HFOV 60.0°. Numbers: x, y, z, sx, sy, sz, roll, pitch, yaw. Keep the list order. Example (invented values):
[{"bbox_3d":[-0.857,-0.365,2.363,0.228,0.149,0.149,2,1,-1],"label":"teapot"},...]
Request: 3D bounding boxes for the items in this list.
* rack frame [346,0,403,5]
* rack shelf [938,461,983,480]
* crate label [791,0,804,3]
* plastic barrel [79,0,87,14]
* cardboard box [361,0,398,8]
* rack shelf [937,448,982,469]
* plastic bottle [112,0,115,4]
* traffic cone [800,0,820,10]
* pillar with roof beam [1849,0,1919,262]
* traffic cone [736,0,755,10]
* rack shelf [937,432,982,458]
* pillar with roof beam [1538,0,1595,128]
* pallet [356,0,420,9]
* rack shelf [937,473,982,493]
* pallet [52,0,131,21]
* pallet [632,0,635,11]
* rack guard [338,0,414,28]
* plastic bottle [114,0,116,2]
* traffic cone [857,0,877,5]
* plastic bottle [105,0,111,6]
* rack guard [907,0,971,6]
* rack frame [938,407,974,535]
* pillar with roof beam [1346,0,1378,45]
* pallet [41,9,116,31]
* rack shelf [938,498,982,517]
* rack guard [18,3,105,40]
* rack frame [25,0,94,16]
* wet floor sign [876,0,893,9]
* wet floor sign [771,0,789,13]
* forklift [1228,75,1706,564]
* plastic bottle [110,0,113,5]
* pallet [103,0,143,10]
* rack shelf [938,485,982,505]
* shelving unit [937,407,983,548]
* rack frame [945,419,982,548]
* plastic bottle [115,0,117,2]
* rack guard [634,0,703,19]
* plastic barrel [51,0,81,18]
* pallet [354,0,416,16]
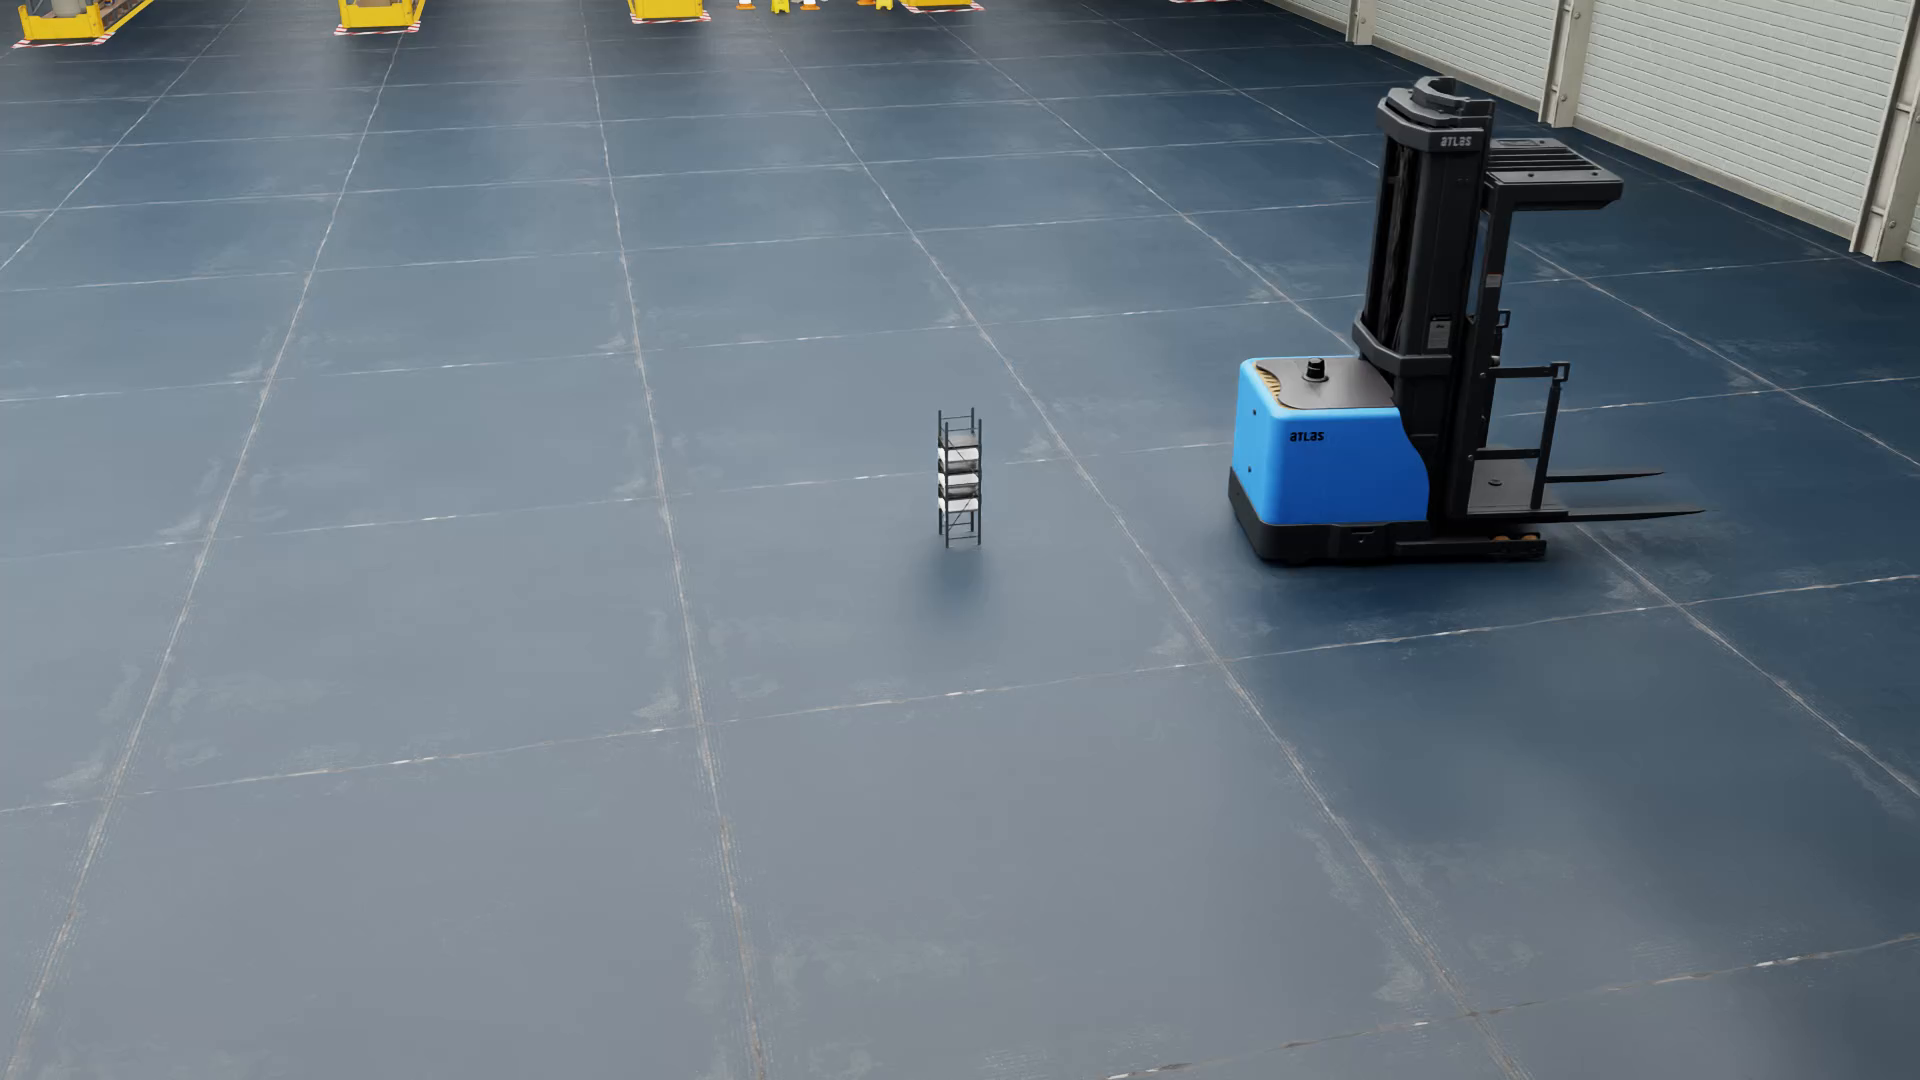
[{"bbox_3d":[-10.026,-10.207,27.990,1.000,3.000,0.127,-6,27,-12],"label":"rack frame"},{"bbox_3d":[-0.002,-0.456,10.875,0.258,0.077,0.200,-6,27,-12],"label":"rack shelf"},{"bbox_3d":[-2.967,-10.070,30.896,0.250,0.136,0.298,-23,35,-38],"label":"crate label"},{"bbox_3d":[-15.188,-9.282,28.453,0.421,0.512,0.421,0,27,0],"label":"plastic barrel"},{"bbox_3d":[-10.151,-9.555,29.005,0.500,0.500,0.500,-1,27,-2],"label":"cardboard box"},{"bbox_3d":[-0.002,-0.536,10.835,0.258,0.077,0.200,-6,27,-12],"label":"rack shelf"},{"bbox_3d":[-14.990,-9.617,29.347,0.061,0.283,0.133,-5,27,-11],"label":"plastic bottle"},{"bbox_3d":[-2.730,-9.877,30.151,0.336,0.463,0.334,-6,27,-12],"label":"traffic cone"},{"bbox_3d":[5.047,-6.455,13.899,9.100,9.000,0.400,-6,27,-12],"label":"pillar with roof beam"},{"bbox_3d":[-3.907,-9.911,30.219,0.336,0.463,0.334,-6,27,-12],"label":"traffic cone"},{"bbox_3d":[-0.002,-0.617,10.794,0.258,0.077,0.200,-6,27,-12],"label":"rack shelf"},{"bbox_3d":[3.695,-9.089,19.118,9.100,9.000,0.400,-6,27,-12],"label":"pillar with roof beam"},{"bbox_3d":[-10.463,-9.890,30.457,1.003,0.211,1.213,-6,27,-12],"label":"pallet"},{"bbox_3d":[-0.002,-0.376,10.916,0.258,0.077,0.200,-6,27,-12],"label":"rack shelf"},{"bbox_3d":[-15.364,-9.380,29.445,1.003,0.211,1.213,-6,27,-12],"label":"pallet"},{"bbox_3d":[-5.427,-9.765,30.208,1.003,0.211,1.213,-6,27,-12],"label":"pallet"},{"bbox_3d":[-10.043,-9.125,28.620,1.175,0.500,0.348,-6,27,-12],"label":"rack guard"},{"bbox_3d":[-15.034,-9.661,29.447,0.097,0.271,0.097,0,27,0],"label":"plastic bottle"},{"bbox_3d":[-1.725,-10.139,30.670,0.336,0.463,0.334,-6,27,-12],"label":"traffic cone"},{"bbox_3d":[-14.957,-9.510,29.149,0.097,0.271,0.097,0,27,0],"label":"plastic bottle"},{"bbox_3d":[-0.388,-10.131,30.613,1.175,0.500,0.348,-6,27,-12],"label":"rack guard"},{"bbox_3d":[-0.025,-0.450,10.989,0.240,0.900,0.006,-6,27,-12],"label":"rack frame"},{"bbox_3d":[2.343,-11.723,24.336,9.100,9.000,0.400,-6,27,-12],"label":"pillar with roof beam"},{"bbox_3d":[-15.093,-8.845,28.386,1.003,0.211,1.213,-6,27,-12],"label":"pallet"},{"bbox_3d":[-0.002,-0.215,10.997,0.258,0.077,0.200,-6,27,-12],"label":"rack shelf"},{"bbox_3d":[-14.915,-8.617,27.614,1.175,0.500,0.348,-6,27,-12],"label":"rack guard"},{"bbox_3d":[-14.852,-9.704,26.994,1.000,3.000,0.127,-6,27,-12],"label":"rack frame"},{"bbox_3d":[-1.371,-9.970,30.134,0.267,0.644,0.232,3,27,6],"label":"wet floor sign"},{"bbox_3d":[-3.235,-9.804,29.804,0.267,0.644,0.232,-11,29,-20],"label":"wet floor sign"},{"bbox_3d":[3.399,-1.404,10.625,3.031,2.935,1.130,-2,27,-4],"label":"forklift"},{"bbox_3d":[-14.980,-9.524,29.255,0.097,0.201,0.097,0,27,0],"label":"plastic bottle"},{"bbox_3d":[-15.642,-9.916,30.509,1.003,0.211,1.213,-6,27,-12],"label":"pallet"},{"bbox_3d":[-0.002,-0.295,10.956,0.258,0.077,0.200,-6,27,-12],"label":"rack shelf"},{"bbox_3d":[-0.002,-0.405,10.901,0.258,0.900,0.210,-6,27,-12],"label":"shelving unit"},{"bbox_3d":[0.021,-0.361,10.812,0.240,0.900,0.006,-6,27,-12],"label":"rack frame"},{"bbox_3d":[-15.057,-9.705,29.534,0.097,0.271,0.097,0,27,0],"label":"plastic bottle"},{"bbox_3d":[-5.166,-9.540,29.443,1.175,0.500,0.348,-6,27,-12],"label":"rack guard"},{"bbox_3d":[-15.075,-9.062,28.017,0.421,0.512,0.421,0,27,0],"label":"plastic barrel"},{"bbox_3d":[-10.192,-9.356,29.398,1.003,0.211,1.213,-6,27,-12],"label":"pallet"}]
